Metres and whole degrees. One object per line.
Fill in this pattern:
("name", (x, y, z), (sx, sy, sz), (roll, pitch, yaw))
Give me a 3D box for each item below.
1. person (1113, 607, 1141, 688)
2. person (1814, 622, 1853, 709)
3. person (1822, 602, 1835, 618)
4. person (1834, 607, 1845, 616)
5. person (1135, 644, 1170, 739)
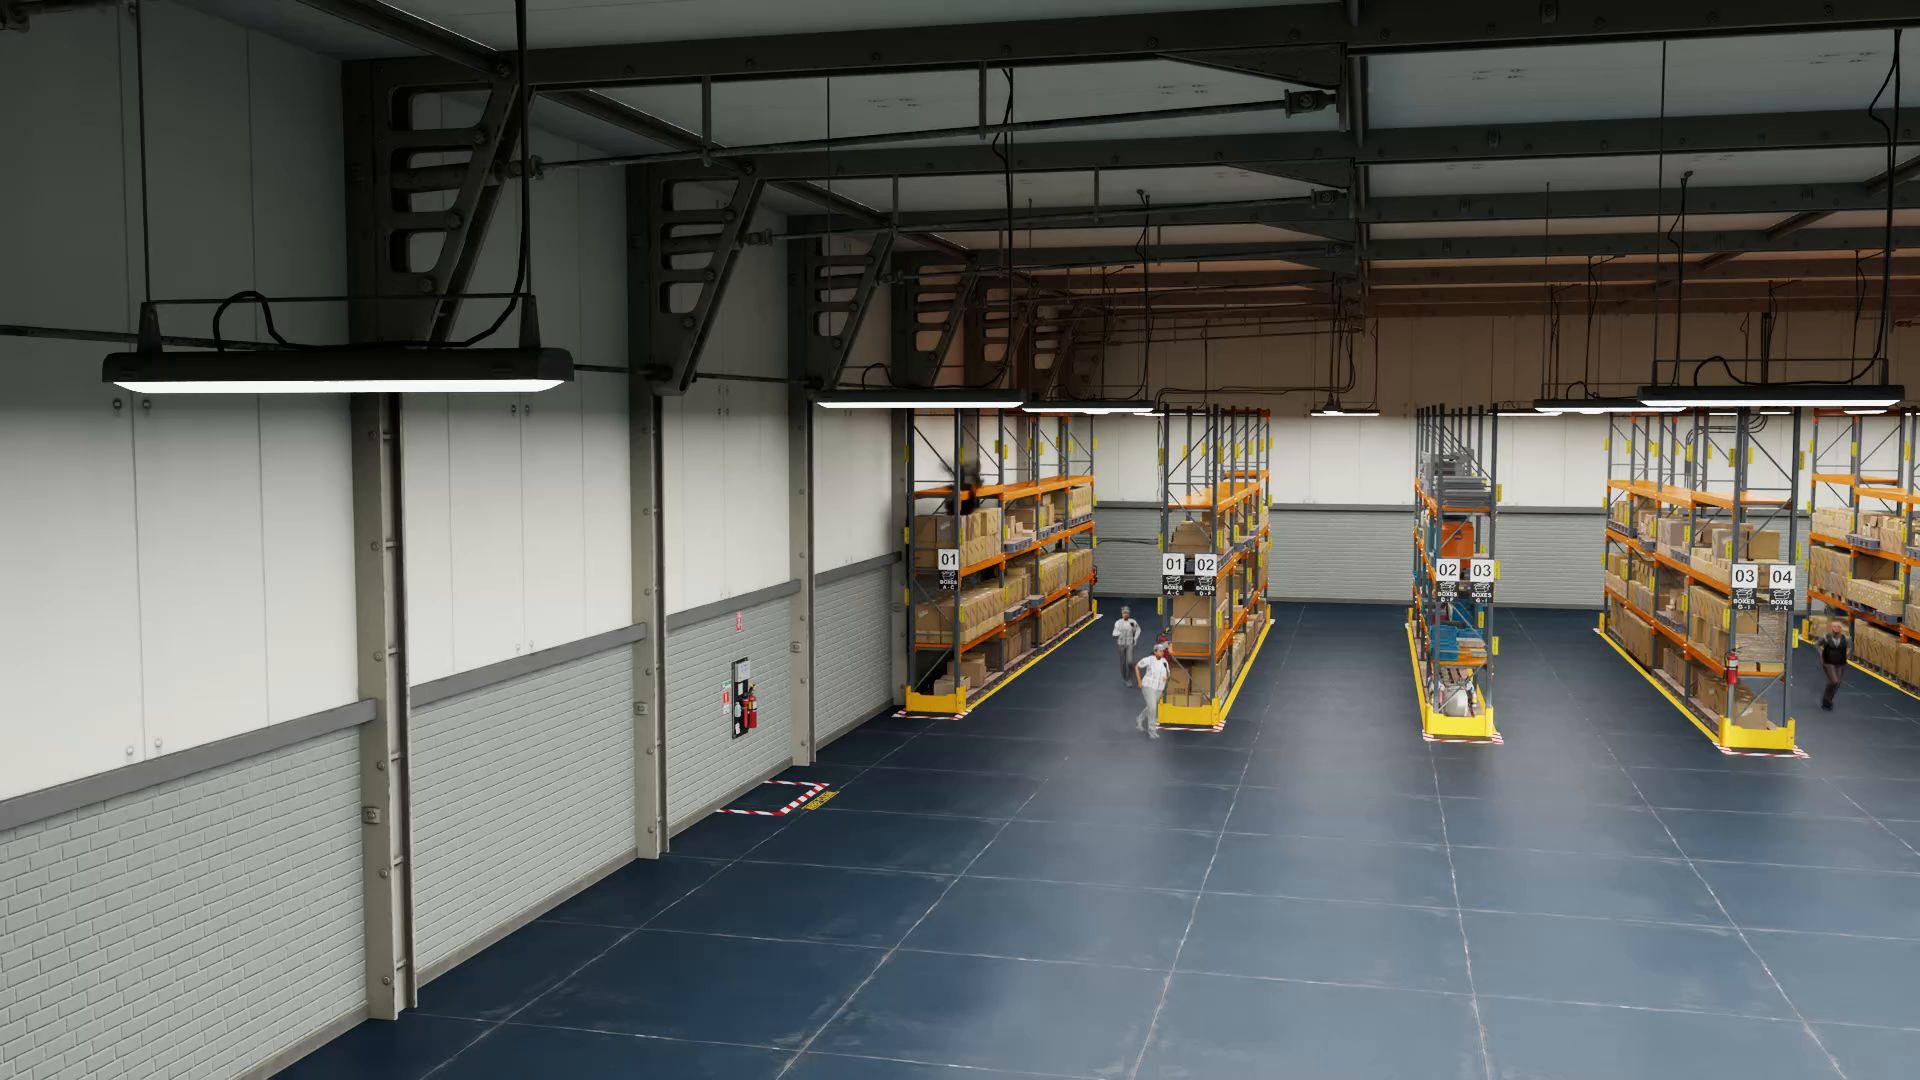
("person", (3.566, 2.286, 35.637), (0.592, 1.734, 0.684), (1, 4, 8))
("person", (17.290, 2.488, 32.840), (0.631, 1.738, 0.704), (0, 4, 6))
("person", (23.211, 1.726, 44.368), (0.658, 1.557, 0.778), (-4, 6, -44))
("person", (23.502, 1.703, 44.299), (0.562, 1.601, 0.600), (1, 4, 19))
("person", (3.528, 2.706, 30.162), (0.635, 1.650, 0.890), (-2, 5, -29))
